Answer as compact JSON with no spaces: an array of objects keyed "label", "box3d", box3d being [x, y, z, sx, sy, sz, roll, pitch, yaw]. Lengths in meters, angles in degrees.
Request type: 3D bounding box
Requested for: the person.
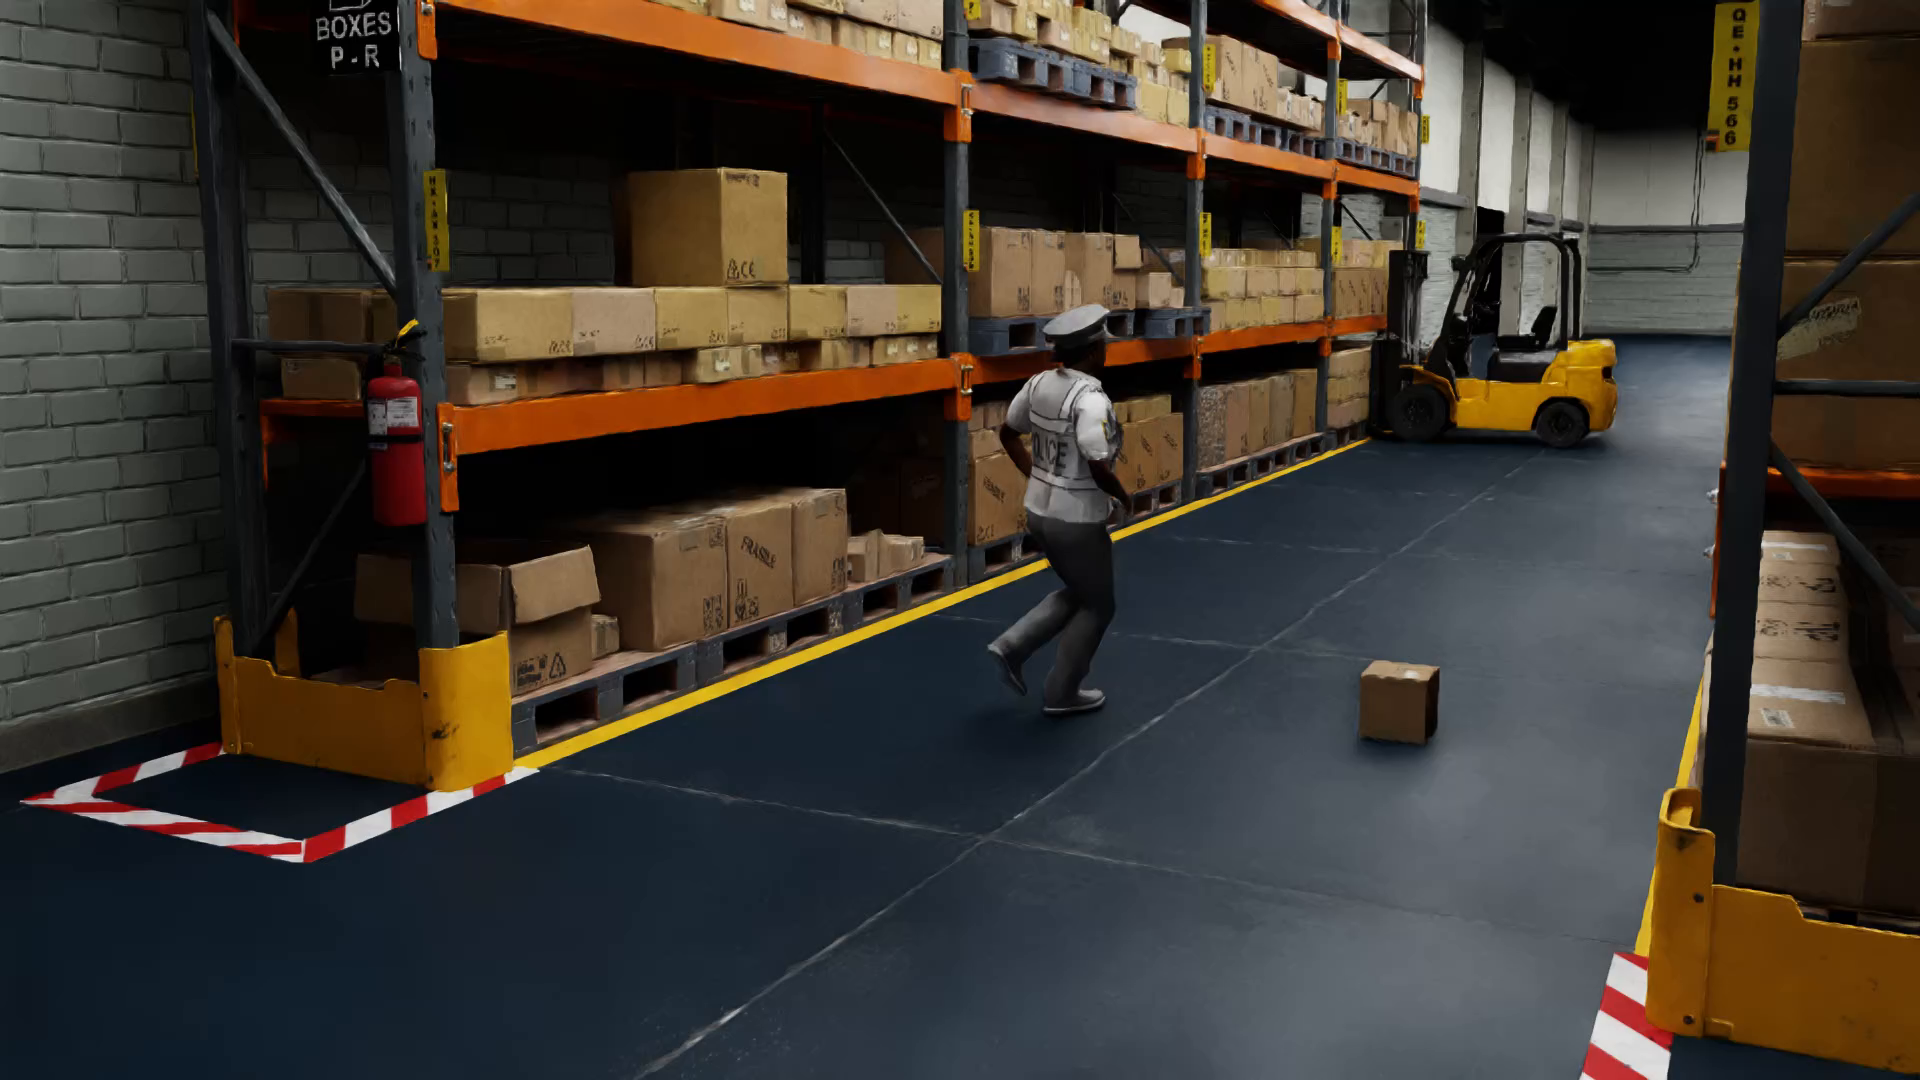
[{"label":"person","box3d":[0.430,-0.095,6.470,0.494,1.635,0.597,-4,10,-22]}]
